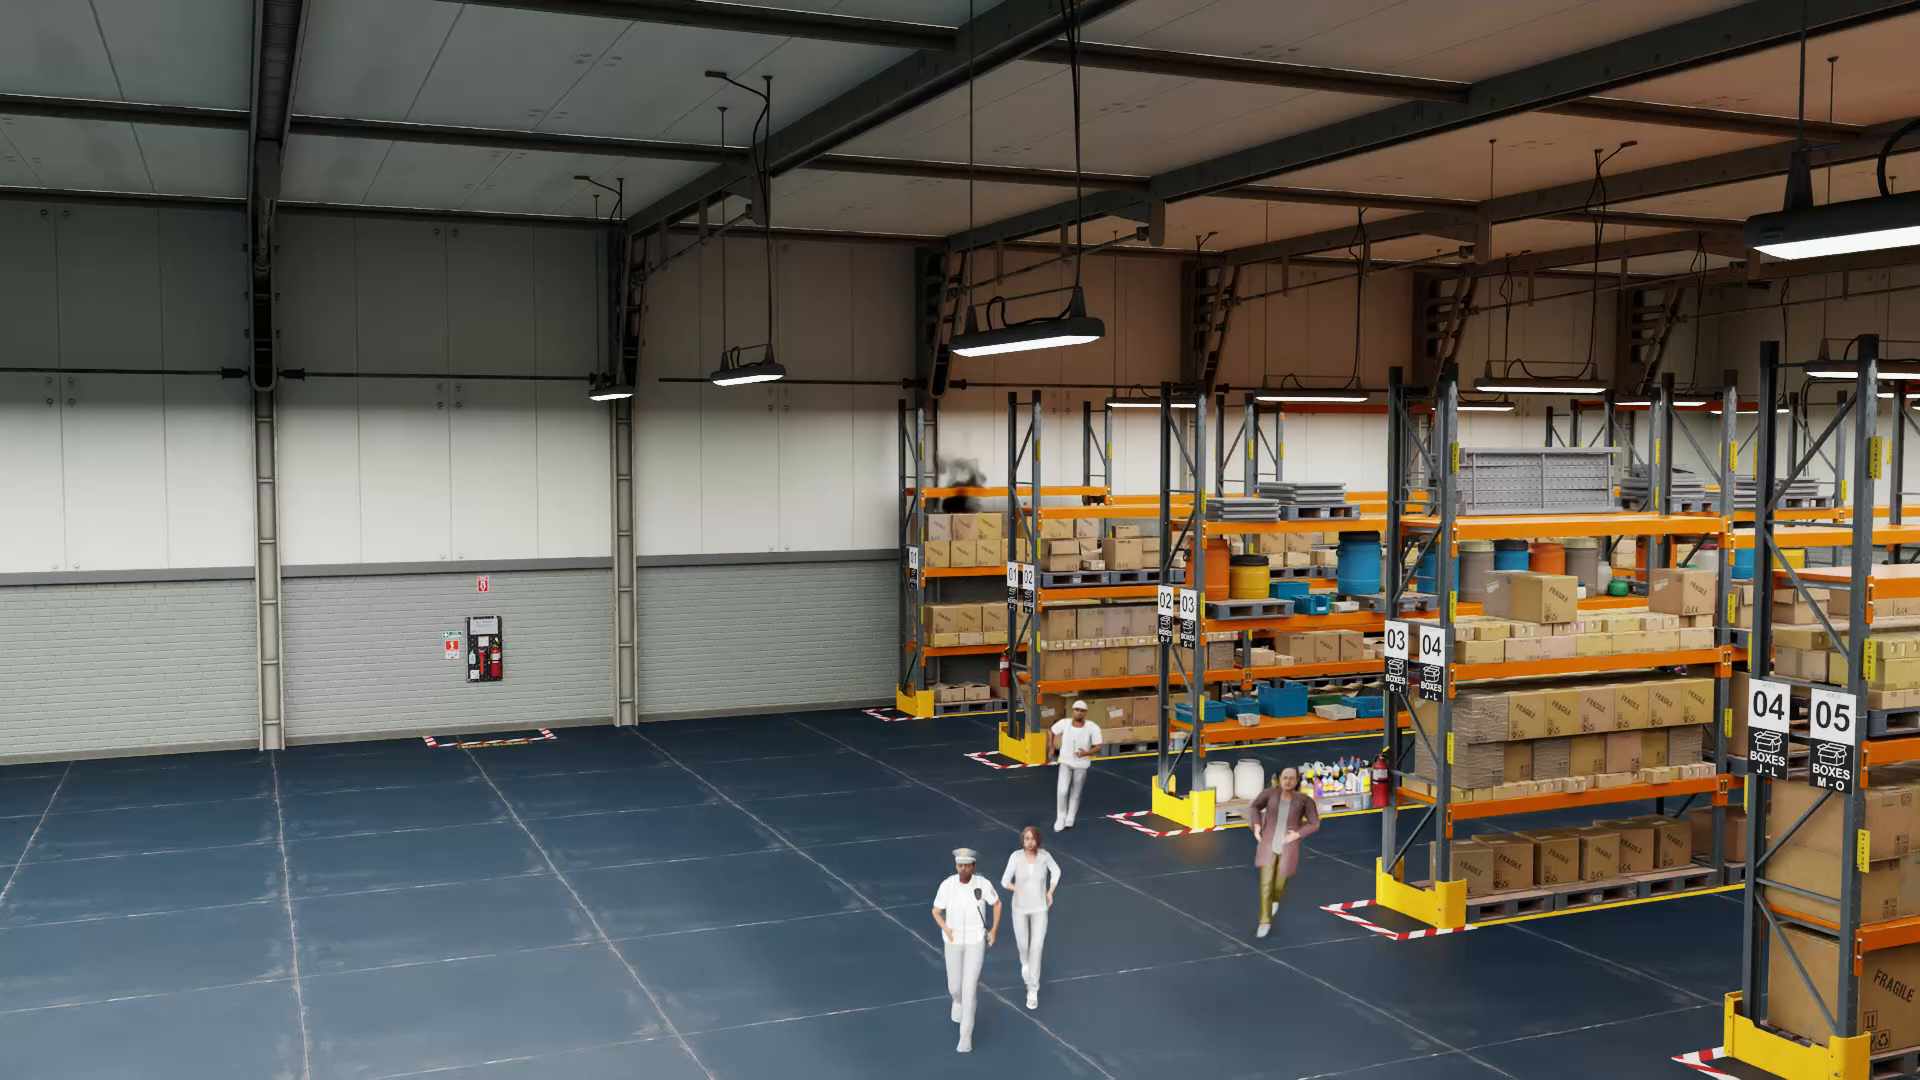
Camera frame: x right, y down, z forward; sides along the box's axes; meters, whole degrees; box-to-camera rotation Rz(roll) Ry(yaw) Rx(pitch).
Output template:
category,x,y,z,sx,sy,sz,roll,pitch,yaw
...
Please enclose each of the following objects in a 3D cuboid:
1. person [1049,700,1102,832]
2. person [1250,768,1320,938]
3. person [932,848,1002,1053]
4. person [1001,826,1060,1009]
category,x,y,z,sx,sy,sz,roll,pitch,yaw
person,1.534,3.005,22.128,0.713,1.764,0.623,0,3,3
person,3.436,3.281,17.666,0.752,1.755,0.848,1,4,19
person,0.061,3.483,14.420,0.601,1.706,0.776,0,3,6
person,0.654,3.442,15.398,0.545,1.556,0.873,0,3,4
